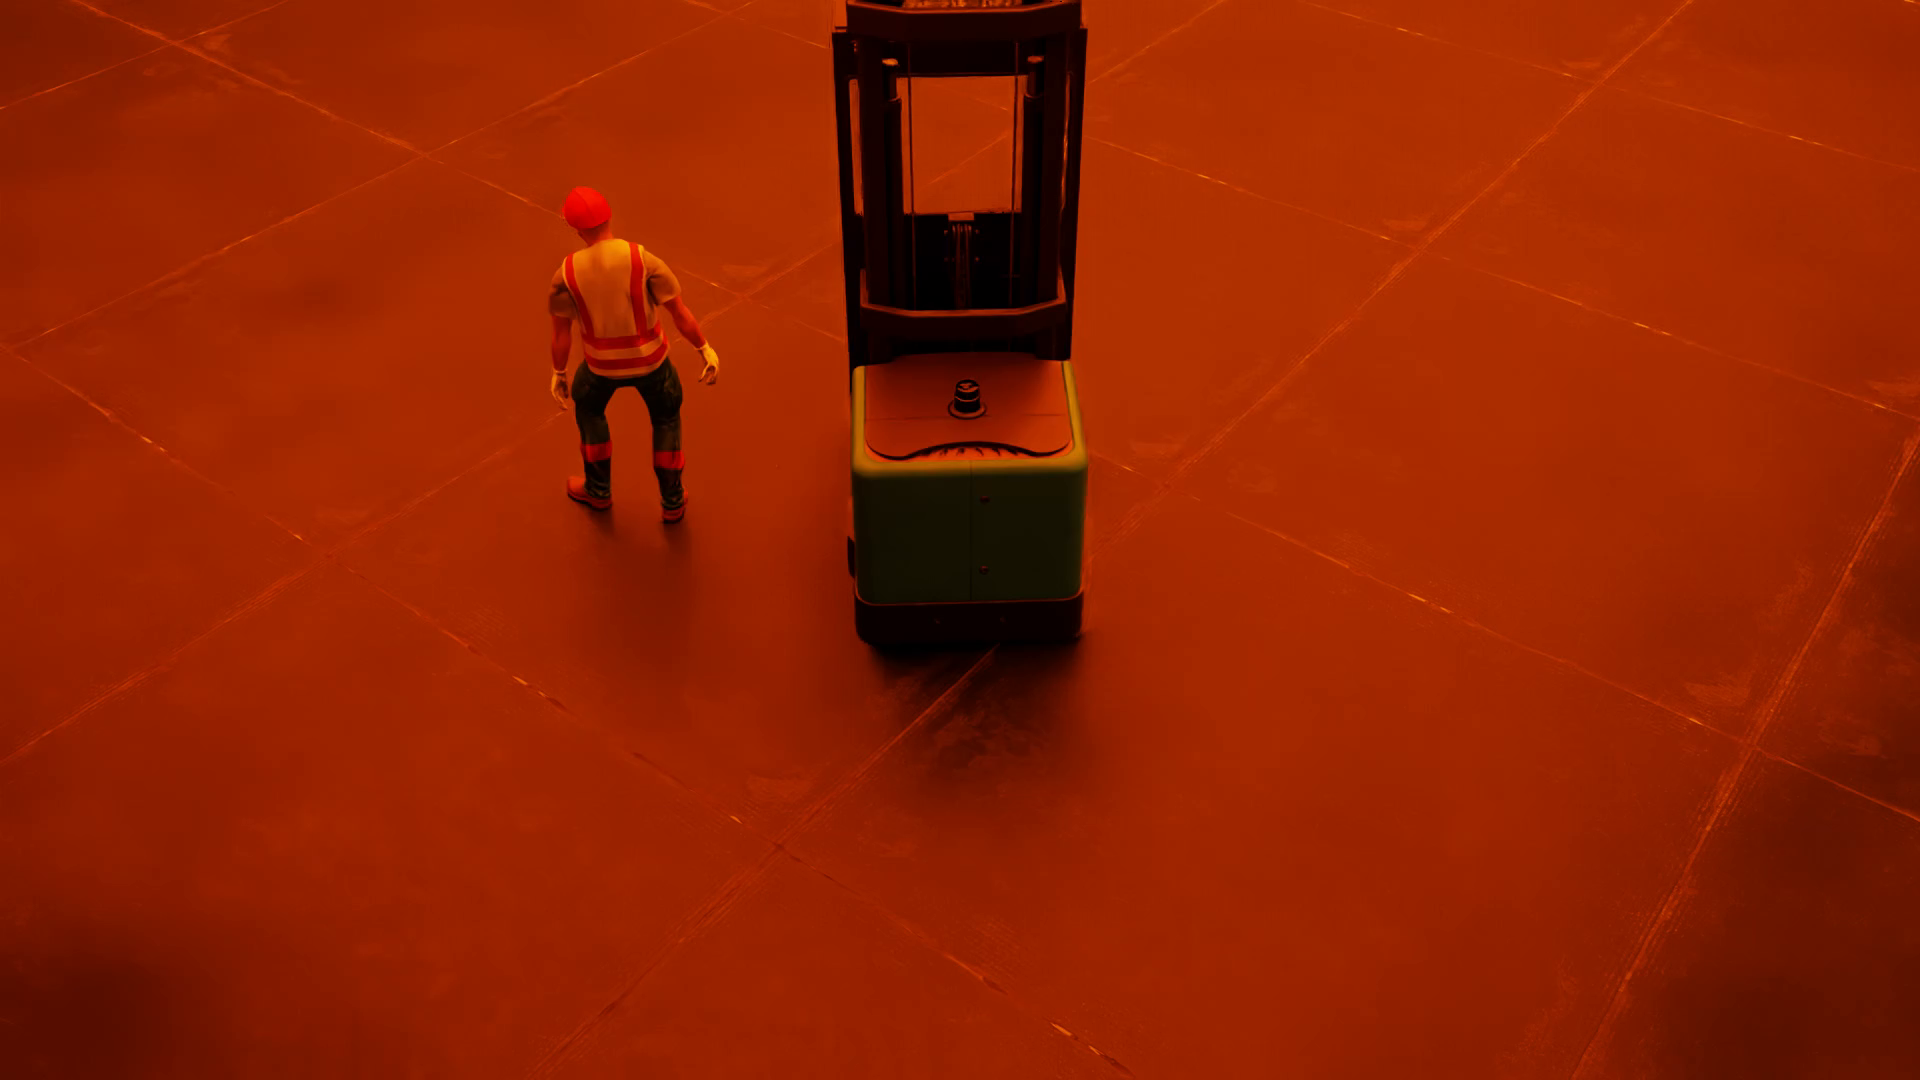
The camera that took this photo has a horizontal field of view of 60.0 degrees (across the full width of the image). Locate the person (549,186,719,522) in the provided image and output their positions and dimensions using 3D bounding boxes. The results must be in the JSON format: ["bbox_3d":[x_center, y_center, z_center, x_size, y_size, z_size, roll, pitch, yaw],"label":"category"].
[{"bbox_3d":[-1.603,-0.877,8.047,0.869,1.748,0.462,-2,41,-3],"label":"person"}]

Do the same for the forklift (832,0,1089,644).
[{"bbox_3d":[-0.012,-1.575,7.922,1.130,2.935,3.031,-2,40,-2],"label":"forklift"}]
